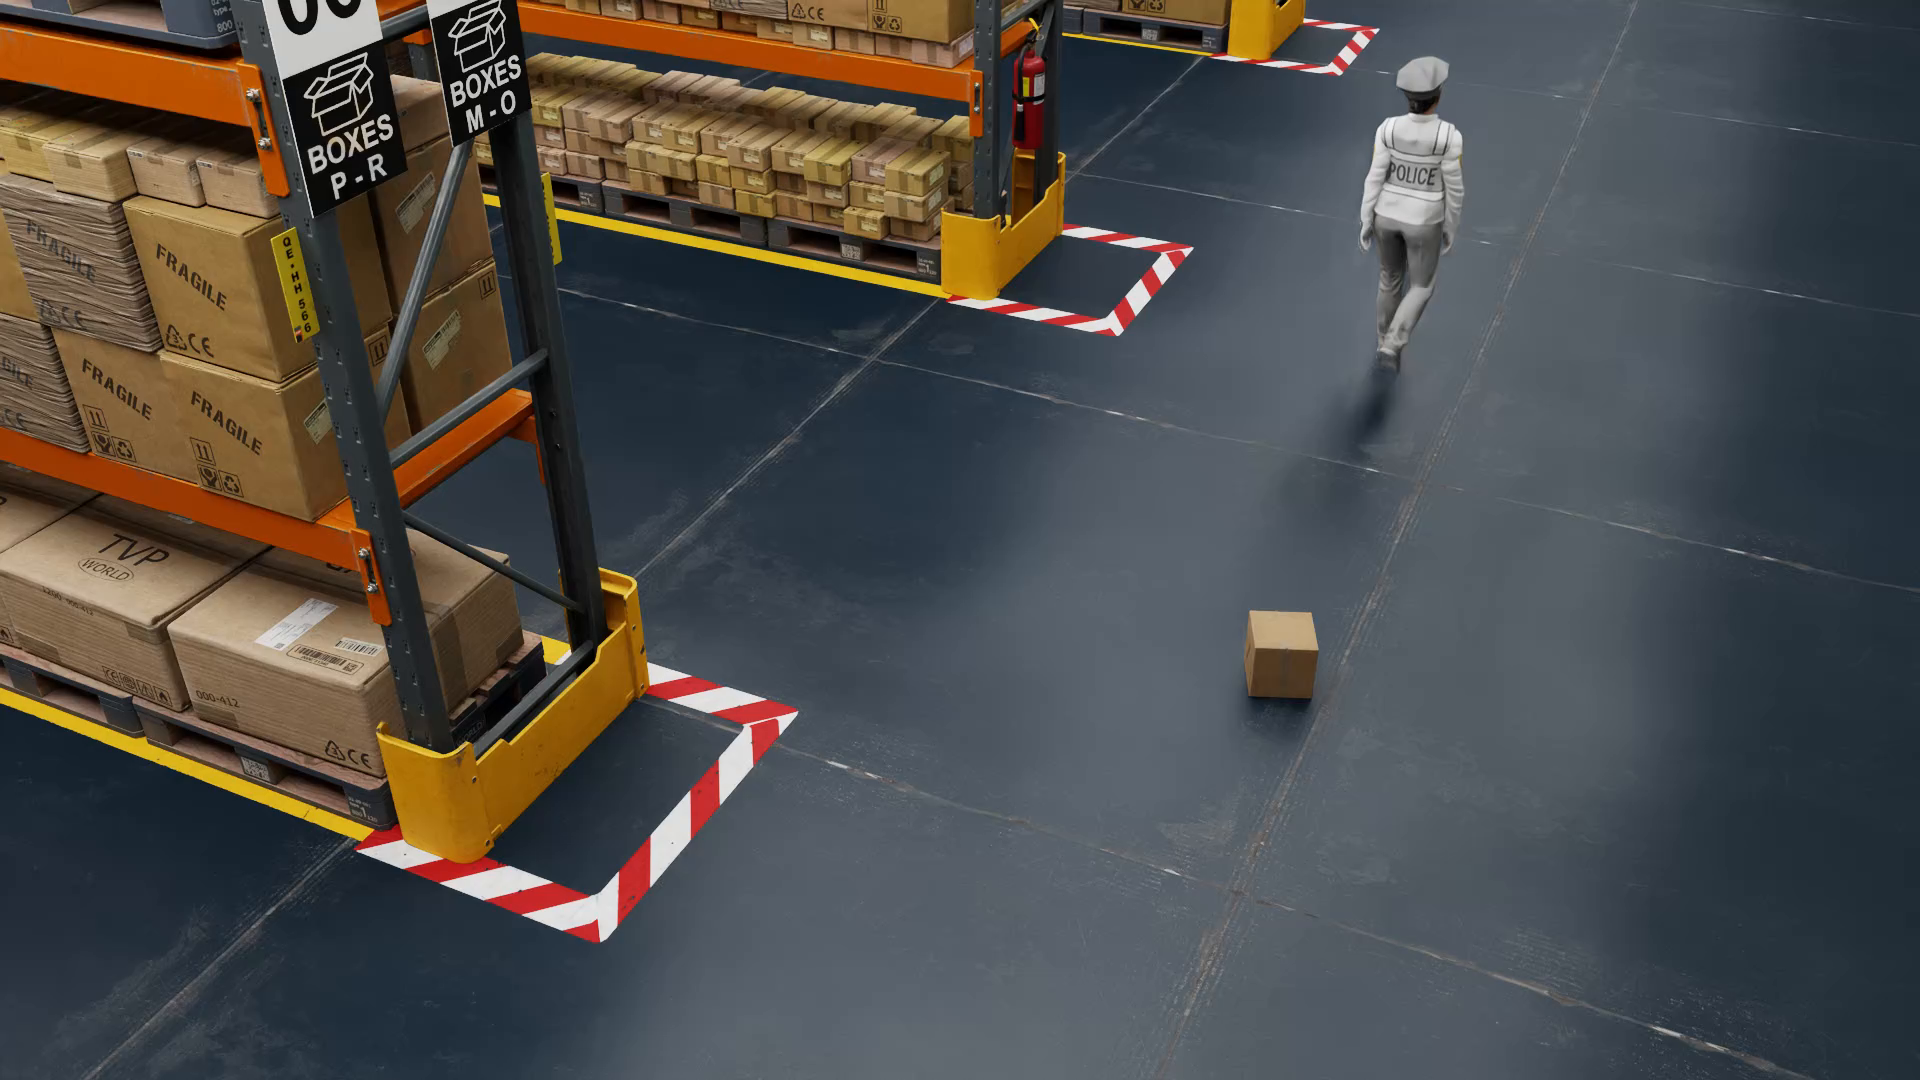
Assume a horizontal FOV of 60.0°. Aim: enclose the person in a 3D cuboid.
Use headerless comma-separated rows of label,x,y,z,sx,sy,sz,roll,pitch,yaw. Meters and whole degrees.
person,2.301,-1.631,8.525,0.493,1.659,0.762,16,37,23
